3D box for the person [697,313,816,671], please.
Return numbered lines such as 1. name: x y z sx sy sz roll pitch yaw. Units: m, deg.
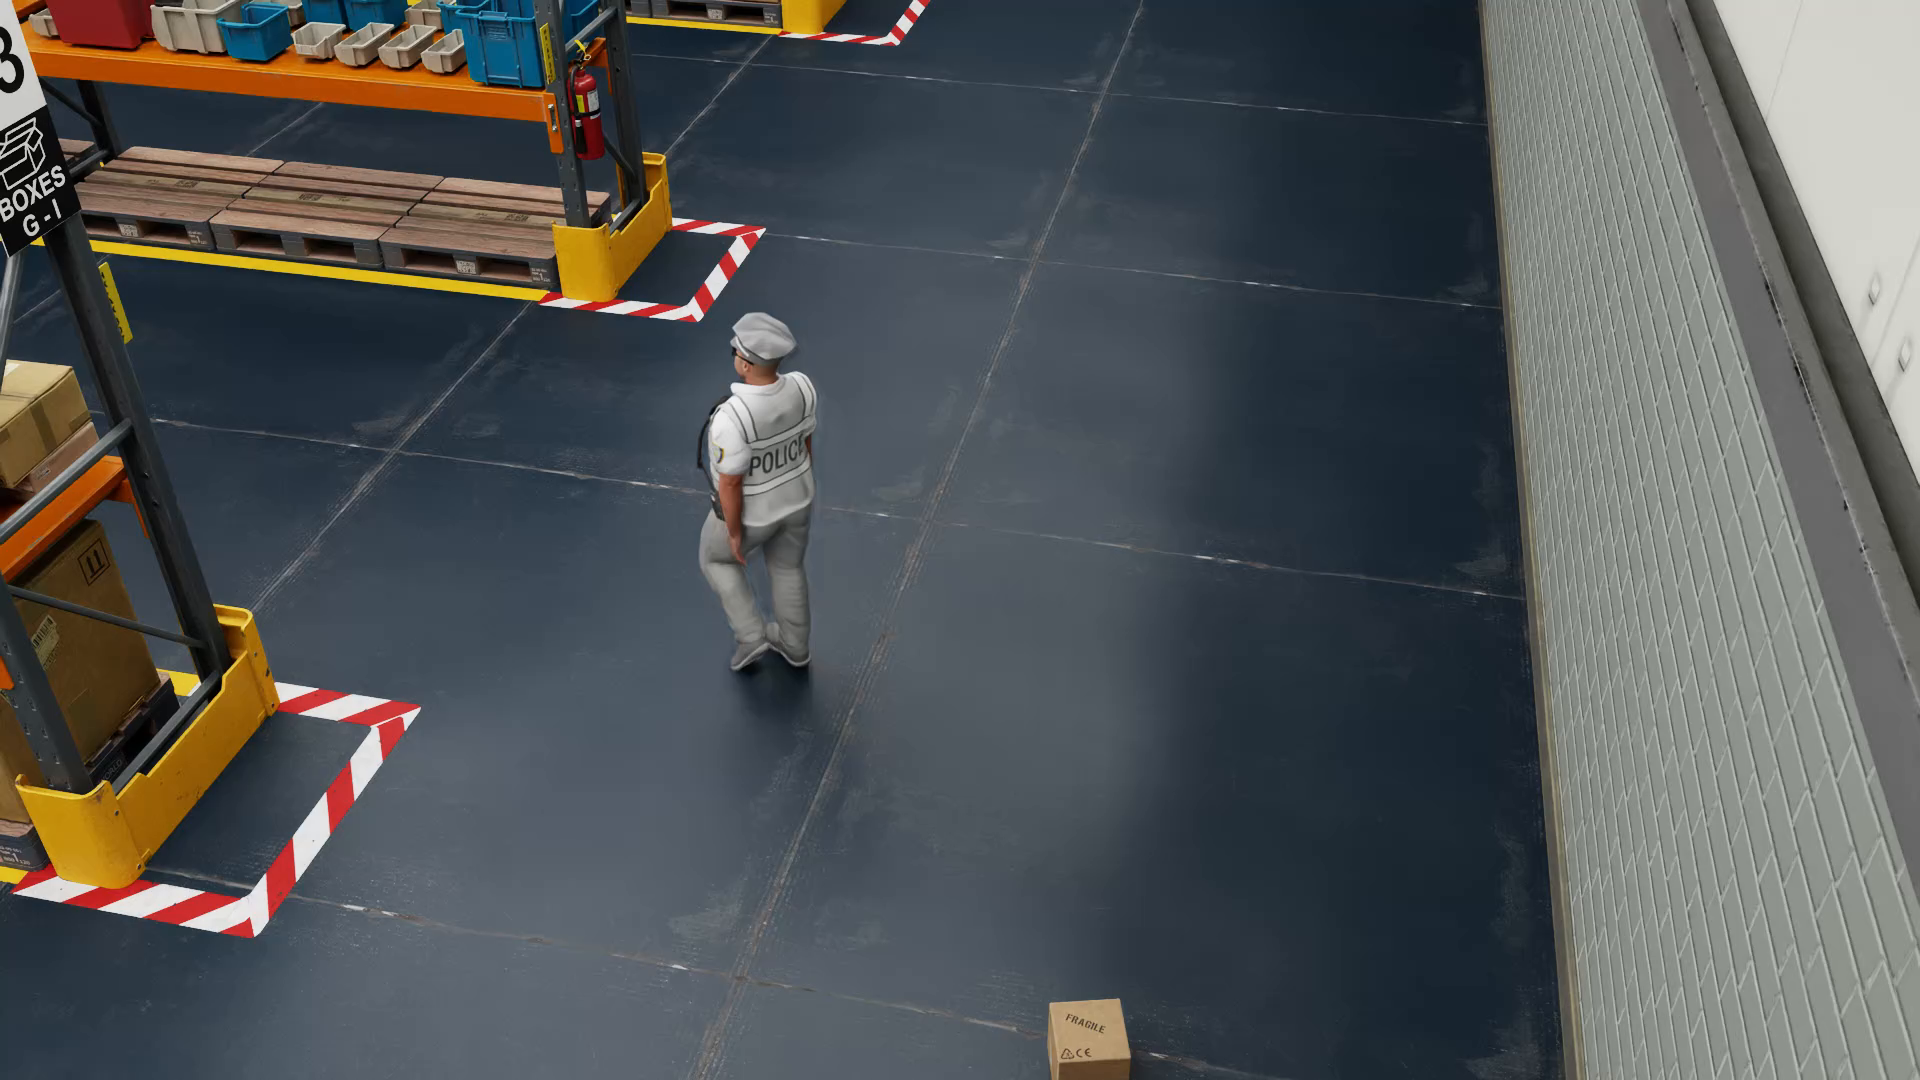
1. person: -0.874 -0.181 7.190 0.538 1.820 0.473 -26 44 -31
